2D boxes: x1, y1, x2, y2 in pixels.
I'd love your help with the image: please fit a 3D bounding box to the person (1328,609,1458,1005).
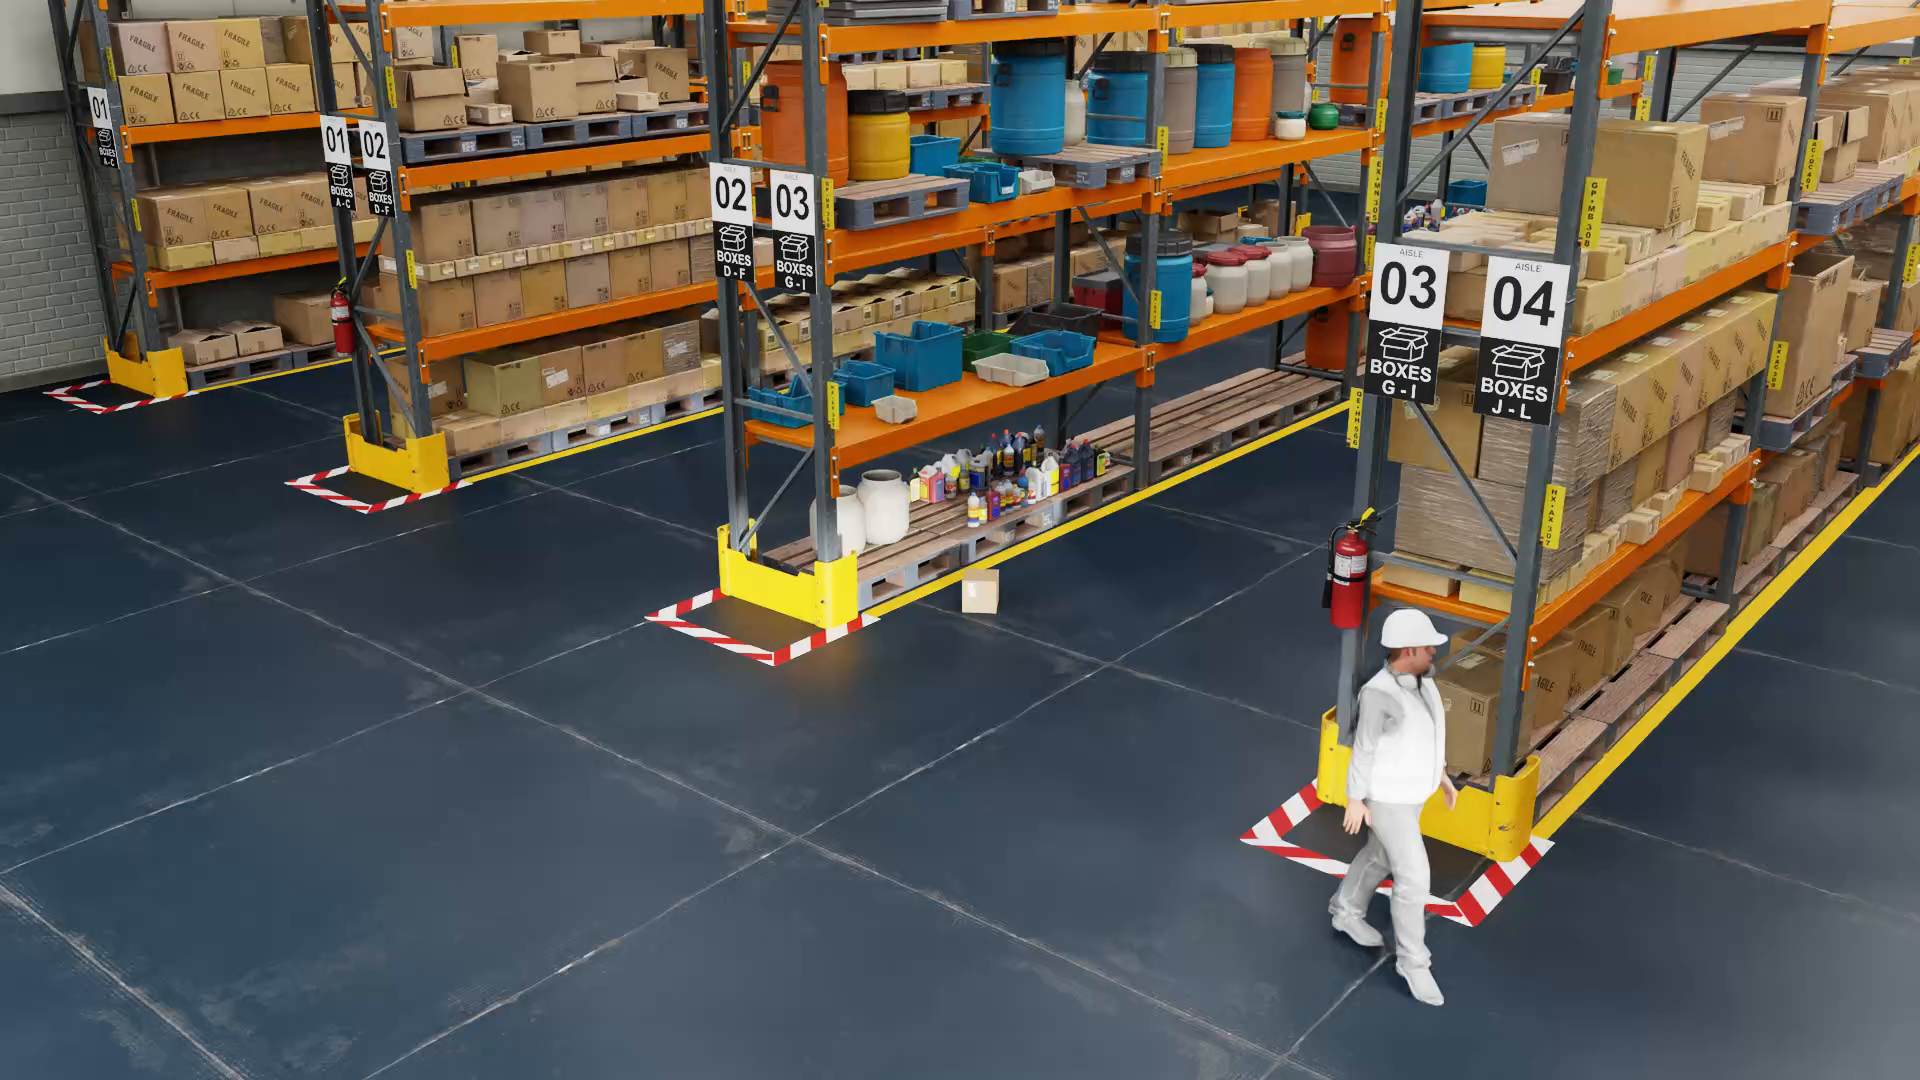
[{"bbox_3d":[2.106,1.196,7.797,0.717,1.811,0.572,15,25,36],"label":"person"}]
